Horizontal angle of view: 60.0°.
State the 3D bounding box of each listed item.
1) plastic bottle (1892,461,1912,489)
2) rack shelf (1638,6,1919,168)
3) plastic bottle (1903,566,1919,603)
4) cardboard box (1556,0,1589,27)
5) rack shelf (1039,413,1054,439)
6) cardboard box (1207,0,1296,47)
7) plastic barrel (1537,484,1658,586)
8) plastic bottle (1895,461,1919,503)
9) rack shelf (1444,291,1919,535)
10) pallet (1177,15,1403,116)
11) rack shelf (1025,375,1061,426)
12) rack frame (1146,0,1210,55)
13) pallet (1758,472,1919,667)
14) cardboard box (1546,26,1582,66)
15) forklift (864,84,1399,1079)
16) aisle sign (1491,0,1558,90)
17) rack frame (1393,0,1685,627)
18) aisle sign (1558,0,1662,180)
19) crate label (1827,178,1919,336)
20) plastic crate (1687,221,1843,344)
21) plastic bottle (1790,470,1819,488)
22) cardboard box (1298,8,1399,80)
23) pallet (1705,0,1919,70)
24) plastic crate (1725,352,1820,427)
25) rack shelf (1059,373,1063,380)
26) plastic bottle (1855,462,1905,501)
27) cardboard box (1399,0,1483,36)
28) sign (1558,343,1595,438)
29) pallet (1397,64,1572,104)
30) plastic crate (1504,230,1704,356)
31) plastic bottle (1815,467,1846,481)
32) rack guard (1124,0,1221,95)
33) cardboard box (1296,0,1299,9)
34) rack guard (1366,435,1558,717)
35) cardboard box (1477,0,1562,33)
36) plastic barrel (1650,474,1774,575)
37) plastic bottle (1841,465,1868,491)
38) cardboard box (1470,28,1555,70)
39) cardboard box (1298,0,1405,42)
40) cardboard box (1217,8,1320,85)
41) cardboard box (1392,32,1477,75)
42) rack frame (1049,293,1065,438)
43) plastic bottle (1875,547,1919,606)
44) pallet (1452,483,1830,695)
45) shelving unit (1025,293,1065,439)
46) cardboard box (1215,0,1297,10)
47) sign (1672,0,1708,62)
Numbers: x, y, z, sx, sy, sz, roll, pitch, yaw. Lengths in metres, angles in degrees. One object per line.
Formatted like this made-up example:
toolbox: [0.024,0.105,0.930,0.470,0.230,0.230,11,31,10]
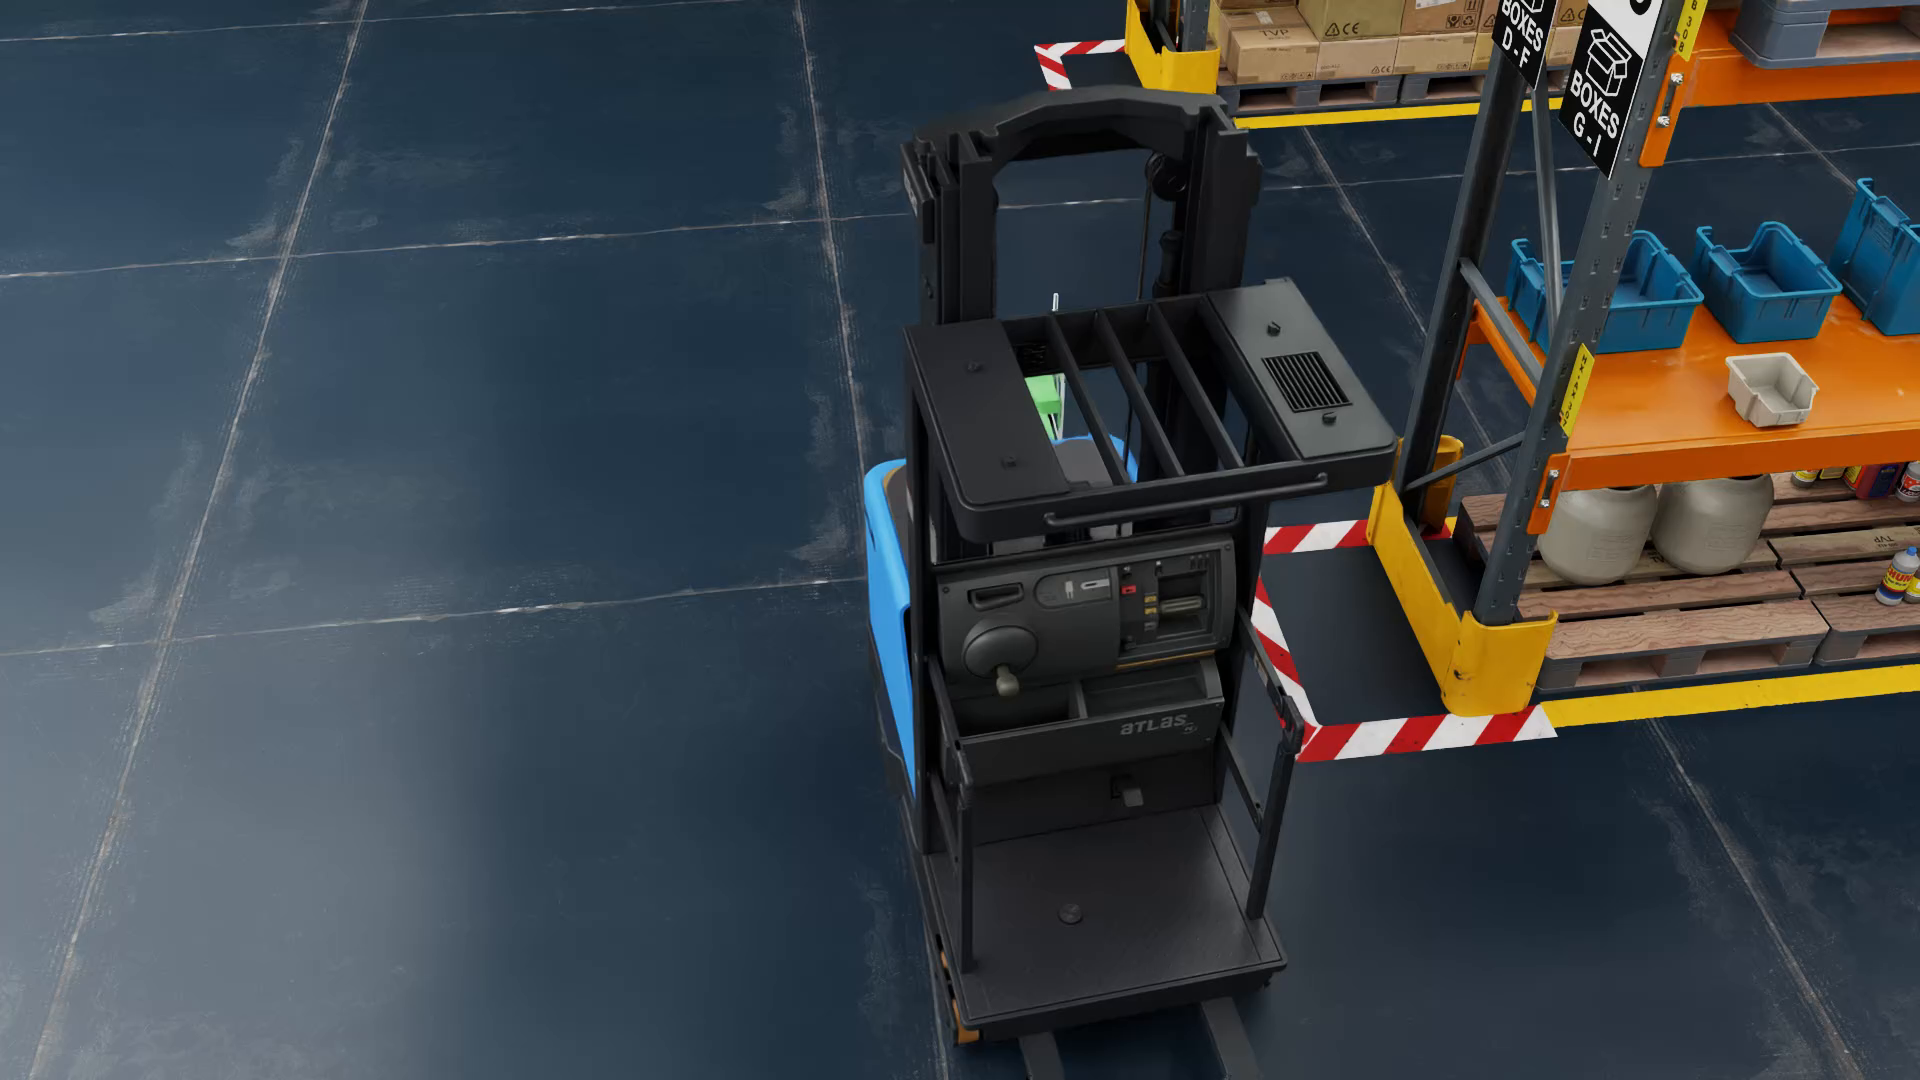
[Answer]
plastic bottle: [4.152,-0.380,7.352,0.135,0.276,0.152,-6,42,-7]
rack shelf: [3.979,-1.783,5.499,4.000,0.370,1.077,-5,42,-6]
plastic bottle: [3.937,0.154,6.815,0.097,0.201,0.097,0,42,0]
cardboard box: [3.900,-3.546,10.336,0.500,0.500,0.500,-5,42,-6]
rack shelf: [0.164,-0.412,7.122,0.480,0.148,0.258,-5,42,-6]
cardboard box: [1.851,-3.430,10.767,0.500,0.250,0.500,-5,42,-6]
plastic barrel: [2.639,-0.102,6.883,0.421,0.512,0.421,0,42,0]
plastic bottle: [4.186,-0.272,7.287,0.097,0.201,0.097,0,42,0]
rack shelf: [3.979,-0.669,6.504,4.000,0.370,1.077,-5,42,-6]
pallet: [2.111,-3.111,10.756,1.213,0.211,1.003,-5,42,-6]
rack shelf: [0.164,-0.591,6.961,0.480,0.148,0.258,-5,42,-6]
rack frame: [1.358,-4.052,9.718,0.127,3.000,1.000,-5,42,-6]
pallet: [4.079,0.065,7.236,1.213,0.211,1.003,-5,42,-6]
cardboard box: [3.902,-3.259,10.578,0.500,0.250,0.500,-5,42,-6]
forklift: [0.442,0.319,4.923,1.130,2.935,3.031,-8,43,-9]
aisle sign: [1.886,-1.918,5.412,0.004,0.787,0.394,-5,42,-6]
rack frame: [1.996,-0.762,6.071,0.127,3.000,1.000,-5,42,-6]
aisle sign: [1.963,-1.527,4.977,0.004,0.787,0.394,-5,42,-6]
crate label: [3.786,-1.115,6.435,0.616,0.435,0.502,-5,42,-6]
plastic crate: [3.098,-1.002,6.447,0.408,0.251,0.499,-5,42,-6]
plastic bottle: [3.761,-0.337,7.360,0.097,0.201,0.097,0,42,0]
cardboard box: [2.414,-3.132,10.437,0.500,0.250,0.500,-5,42,-6]
pallet: [2.829,-1.813,5.137,1.213,0.211,1.003,-5,42,-6]
plastic crate: [2.925,-0.528,6.008,0.250,0.136,0.298,-5,42,-6]
rack shelf: [0.164,-0.769,6.800,0.480,0.148,0.258,-5,42,-6]
plastic bottle: [4.028,-0.300,7.258,0.133,0.283,0.061,-5,42,-6]
cardboard box: [2.908,-3.461,10.242,0.500,0.500,0.500,-5,42,-6]
sign: [2.063,-0.499,5.572,0.005,0.325,0.100,-5,42,-6]
pallet: [3.318,-3.215,10.871,1.213,0.211,1.003,-5,42,-6]
plastic crate: [2.454,-0.949,6.389,0.616,0.251,0.499,-5,42,-6]
plastic bottle: [3.874,-0.390,7.357,0.133,0.283,0.061,-4,42,-4]
rack guard: [1.334,-3.122,10.553,0.348,0.500,1.175,-5,42,-6]
cardboard box: [2.345,-3.481,10.824,0.500,0.250,0.500,-5,42,-6]
rack guard: [2.066,0.128,6.950,0.348,0.500,1.175,-5,42,-6]
cardboard box: [3.406,-3.493,10.277,0.500,0.500,0.500,-5,42,-6]
plastic barrel: [3.136,-0.146,6.931,0.421,0.512,0.421,0,42,0]
plastic bottle: [4.014,-0.368,7.339,0.135,0.276,0.152,-5,42,-5]
cardboard box: [3.406,-3.215,10.529,0.500,0.250,0.500,-5,42,-6]
cardboard box: [2.414,-3.409,10.185,0.500,0.500,0.500,-5,42,-6]
cardboard box: [1.918,-3.086,10.386,0.500,0.250,0.500,-5,42,-6]
cardboard box: [2.910,-3.175,10.485,0.500,0.250,0.500,-5,42,-6]
rack frame: [0.406,-0.481,7.103,0.015,1.200,0.240,-5,42,-6]
plastic bottle: [3.835,0.137,6.782,0.097,0.271,0.097,0,42,0]
pallet: [2.872,0.169,7.121,1.213,0.211,1.003,-5,42,-6]
shelving unit: [0.164,-0.460,7.079,0.503,1.200,0.258,-5,42,-6]
cardboard box: [1.851,-3.710,10.518,0.500,0.500,0.500,-5,42,-6]
sign: [2.063,-1.514,4.657,0.005,0.325,0.100,-5,42,-6]
